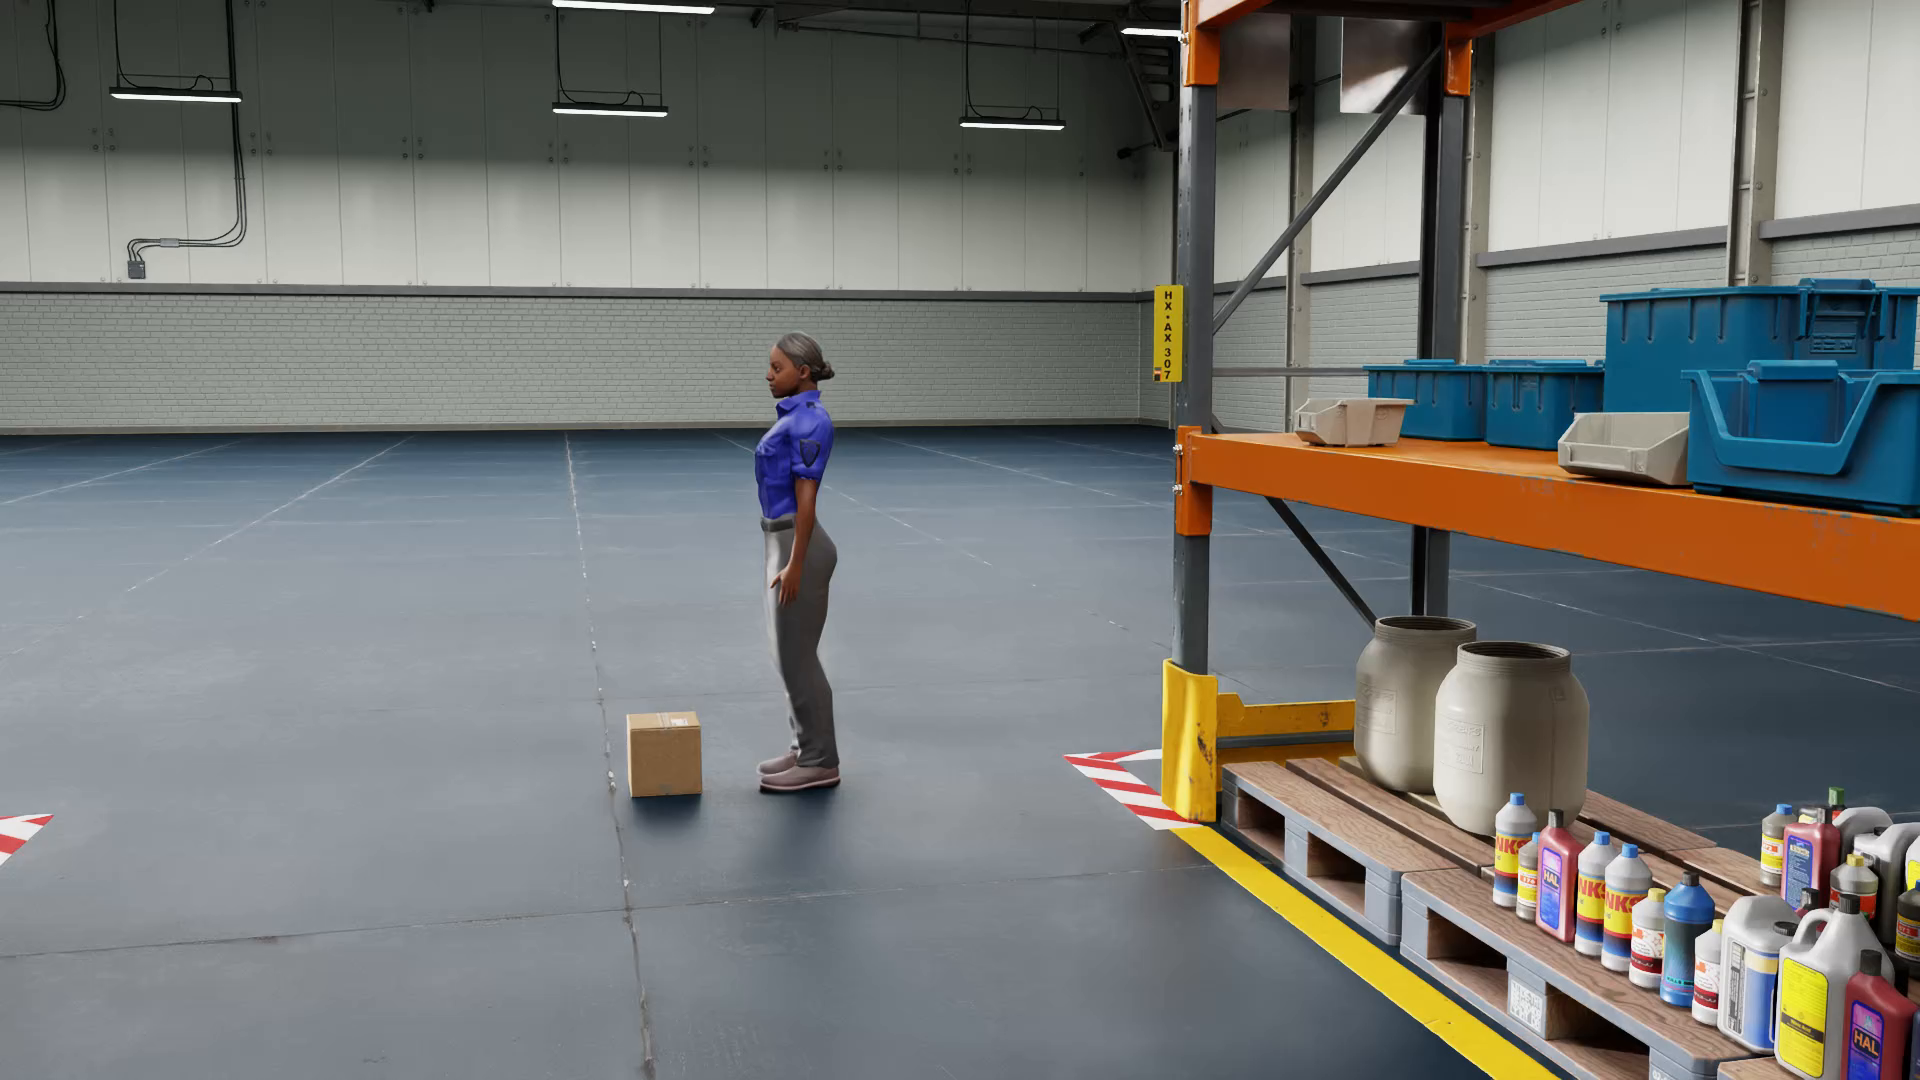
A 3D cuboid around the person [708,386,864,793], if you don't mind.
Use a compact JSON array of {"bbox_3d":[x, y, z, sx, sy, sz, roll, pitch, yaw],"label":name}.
[{"bbox_3d":[-0.627,0.175,6.055,0.555,1.465,0.490,-1,6,-13],"label":"person"}]
